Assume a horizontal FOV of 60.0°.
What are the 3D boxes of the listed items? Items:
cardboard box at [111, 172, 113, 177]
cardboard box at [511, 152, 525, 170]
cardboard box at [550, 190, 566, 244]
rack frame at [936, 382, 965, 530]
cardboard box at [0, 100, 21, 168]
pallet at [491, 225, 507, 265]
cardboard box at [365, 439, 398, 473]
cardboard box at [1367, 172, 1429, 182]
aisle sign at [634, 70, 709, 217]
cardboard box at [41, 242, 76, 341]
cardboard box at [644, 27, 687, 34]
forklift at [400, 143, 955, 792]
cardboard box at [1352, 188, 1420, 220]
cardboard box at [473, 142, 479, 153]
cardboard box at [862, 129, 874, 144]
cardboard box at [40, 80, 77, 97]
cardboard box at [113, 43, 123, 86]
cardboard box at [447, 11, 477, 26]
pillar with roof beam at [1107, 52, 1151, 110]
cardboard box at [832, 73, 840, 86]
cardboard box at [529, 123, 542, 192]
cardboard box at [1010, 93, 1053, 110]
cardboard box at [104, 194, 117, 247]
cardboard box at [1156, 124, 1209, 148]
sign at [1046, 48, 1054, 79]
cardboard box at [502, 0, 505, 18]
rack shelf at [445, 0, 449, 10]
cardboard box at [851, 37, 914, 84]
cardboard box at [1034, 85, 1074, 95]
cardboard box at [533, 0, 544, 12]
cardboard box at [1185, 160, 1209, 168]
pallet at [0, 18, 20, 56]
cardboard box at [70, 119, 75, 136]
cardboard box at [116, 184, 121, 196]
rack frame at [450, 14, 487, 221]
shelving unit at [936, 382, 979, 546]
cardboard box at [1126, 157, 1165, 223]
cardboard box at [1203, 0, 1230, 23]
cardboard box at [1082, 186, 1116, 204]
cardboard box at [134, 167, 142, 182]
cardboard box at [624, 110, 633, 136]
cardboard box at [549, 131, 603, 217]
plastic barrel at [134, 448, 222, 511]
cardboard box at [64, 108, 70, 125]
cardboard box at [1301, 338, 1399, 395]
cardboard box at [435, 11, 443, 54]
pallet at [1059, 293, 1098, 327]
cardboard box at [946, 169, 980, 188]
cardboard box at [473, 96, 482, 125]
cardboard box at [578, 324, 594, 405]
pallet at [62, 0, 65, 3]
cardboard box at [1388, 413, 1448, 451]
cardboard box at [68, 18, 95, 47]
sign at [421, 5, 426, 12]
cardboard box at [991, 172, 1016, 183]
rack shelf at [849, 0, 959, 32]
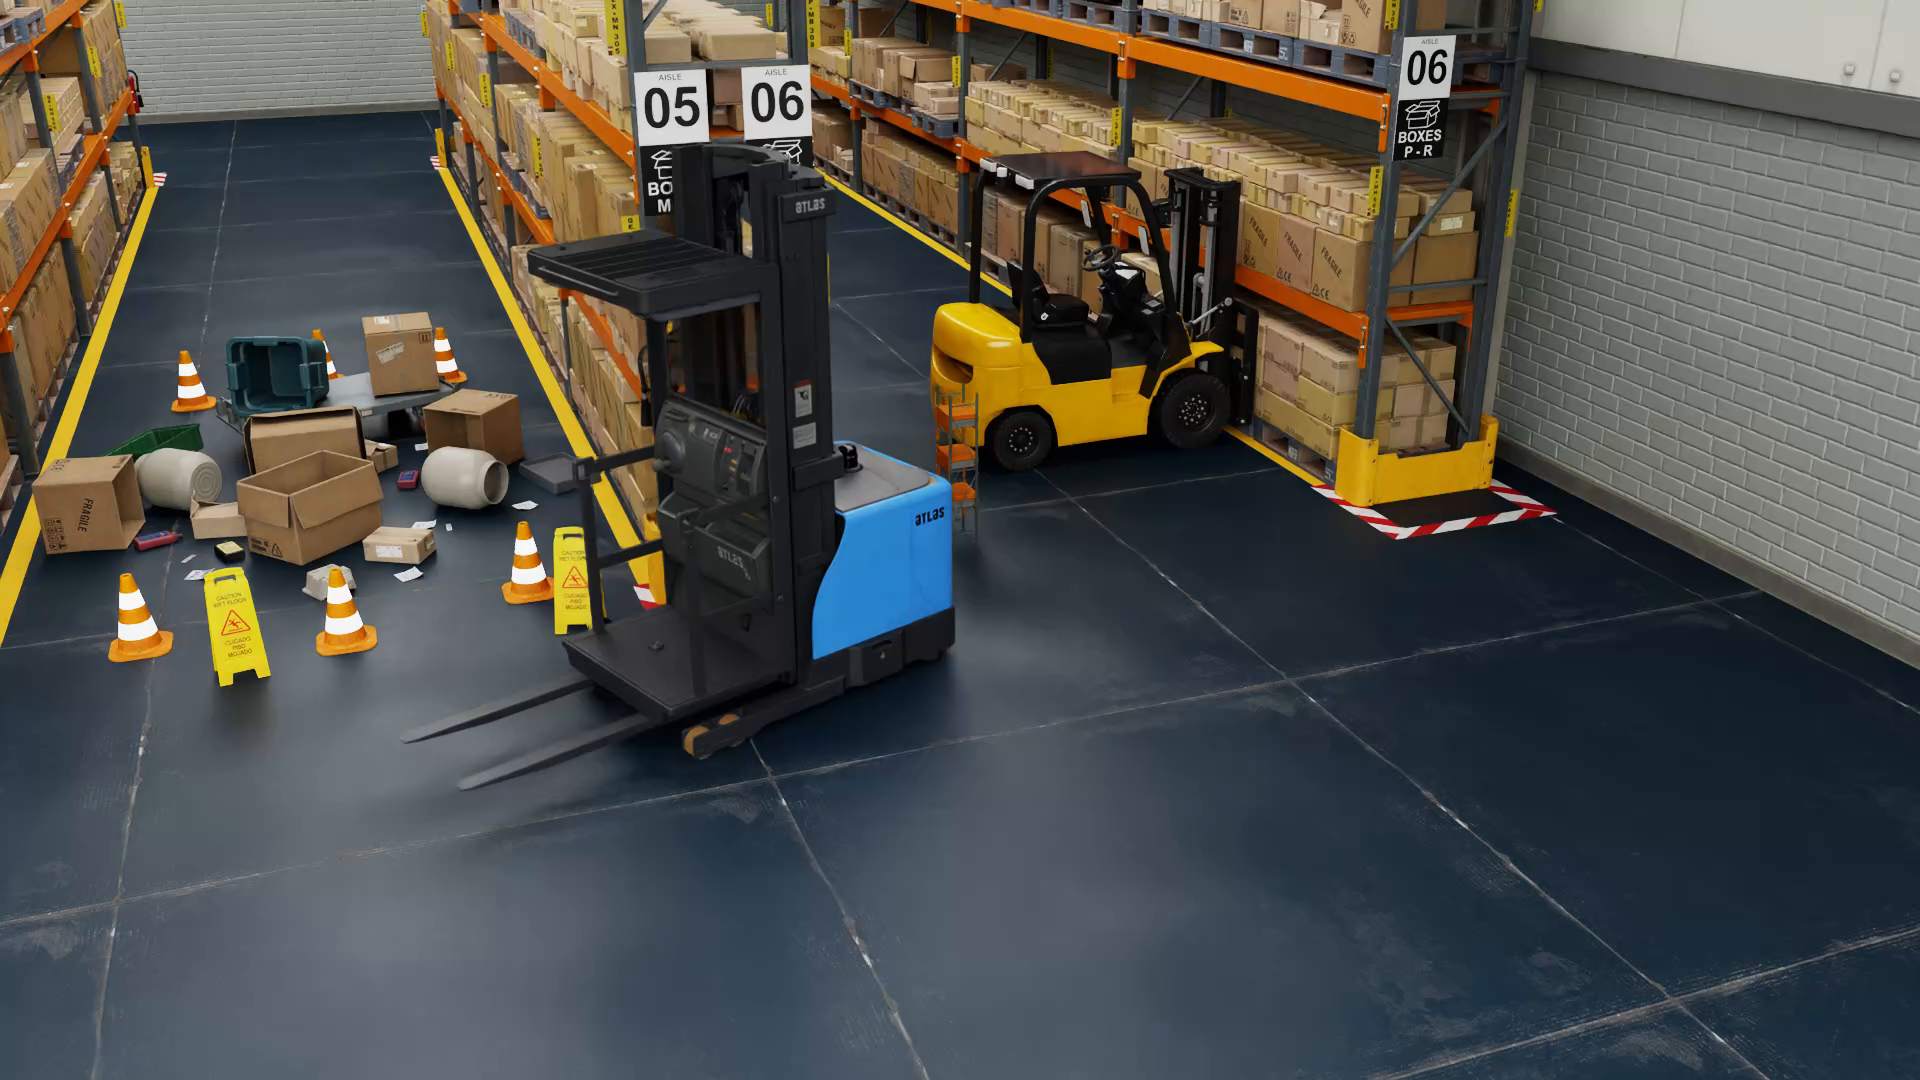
[{"bbox_3d":[-10.400,-4.317,19.994,0.380,0.149,0.250,-9,24,-20],"label":"cardboard box"},{"bbox_3d":[-4.032,-3.605,15.724,0.380,0.149,0.250,-8,24,-19],"label":"cardboard box"},{"bbox_3d":[-2.865,-2.518,12.851,0.500,0.500,0.500,-8,24,-19],"label":"cardboard box"},{"bbox_3d":[-0.062,-0.548,11.197,0.200,1.050,0.008,-8,24,-19],"label":"rack frame"},{"bbox_3d":[-8.439,-3.430,14.109,0.700,0.500,0.500,-9,24,-20],"label":"cardboard box"},{"bbox_3d":[-4.808,-3.441,19.143,1.003,0.211,1.213,-8,24,-19],"label":"pallet"},{"bbox_3d":[-4.480,-0.683,12.529,0.396,0.266,0.258,12,26,27],"label":"cardboard box"},{"bbox_3d":[3.209,-2.589,12.185,0.380,0.149,0.250,-8,24,-18],"label":"cardboard box"},{"bbox_3d":[-1.596,-2.216,9.297,0.394,0.787,0.004,-8,24,-19],"label":"aisle sign"},{"bbox_3d":[-8.637,-2.194,14.949,1.050,0.750,0.750,-9,24,-20],"label":"cardboard box"},{"bbox_3d":[-1.798,-2.895,9.692,0.380,0.149,0.250,-8,24,-18],"label":"cardboard box"},{"bbox_3d":[-1.460,-0.450,8.543,3.031,2.935,1.130,-19,30,-38],"label":"forklift"},{"bbox_3d":[2.972,-2.346,11.606,0.380,0.149,0.250,-8,24,-19],"label":"cardboard box"},{"bbox_3d":[-6.024,-5.021,22.059,0.875,0.438,0.875,-9,25,-21],"label":"cardboard box"},{"bbox_3d":[-1.066,-5.296,21.796,0.380,0.149,0.250,-7,24,-16],"label":"cardboard box"},{"bbox_3d":[-9.761,-4.860,17.934,0.380,0.149,0.250,-9,25,-21],"label":"cardboard box"},{"bbox_3d":[-11.018,-6.045,21.218,0.500,0.500,0.500,-9,24,-20],"label":"cardboard box"},{"bbox_3d":[-5.993,-6.314,20.117,0.380,0.149,0.250,-9,24,-20],"label":"cardboard box"},{"bbox_3d":[-2.254,-6.493,15.069,9.100,9.000,0.400,-8,24,-19],"label":"pillar with roof beam"},{"bbox_3d":[-1.519,-6.271,22.589,0.380,0.149,0.250,-8,24,-18],"label":"cardboard box"},{"bbox_3d":[-3.314,-3.226,13.990,0.500,0.500,0.500,-8,24,-19],"label":"cardboard box"},{"bbox_3d":[0.737,-4.491,17.079,0.380,0.149,0.250,-8,24,-18],"label":"cardboard box"},{"bbox_3d":[-9.684,-3.532,18.445,0.500,0.500,0.500,-9,24,-20],"label":"cardboard box"},{"bbox_3d":[1.911,-3.461,14.253,0.380,0.149,0.250,-8,24,-18],"label":"cardboard box"},{"bbox_3d":[0.987,-5.280,18.425,0.100,0.325,0.005,-8,24,-19],"label":"sign"},{"bbox_3d":[-4.131,-5.077,15.743,0.396,0.266,0.258,-8,24,-19],"label":"cardboard box"},{"bbox_3d":[-6.293,-7.218,21.576,1.077,0.370,4.000,-8,24,-19],"label":"rack shelf"},{"bbox_3d":[-0.982,-6.156,21.323,0.700,0.500,0.500,-8,24,-18],"label":"cardboard box"},{"bbox_3d":[1.005,-4.741,17.674,0.380,0.149,0.250,-8,24,-19],"label":"cardboard box"},{"bbox_3d":[-2.954,-4.008,12.332,0.380,0.149,0.250,-9,24,-20],"label":"cardboard box"},{"bbox_3d":[2.069,-3.029,13.610,0.380,0.149,0.250,-9,24,-20],"label":"cardboard box"},{"bbox_3d":[-8.093,-3.933,13.102,1.003,0.211,1.213,-7,24,-17],"label":"pallet"},{"bbox_3d":[-9.485,-4.308,17.393,0.380,0.149,0.250,-9,25,-21],"label":"cardboard box"},{"bbox_3d":[-10.471,-4.282,20.293,0.380,0.149,0.250,-7,24,-17],"label":"cardboard box"},{"bbox_3d":[-5.586,-5.440,20.295,1.000,3.000,0.127,-8,24,-19],"label":"rack frame"},{"bbox_3d":[-0.019,-0.503,11.092,0.215,1.050,0.252,-8,24,-19],"label":"shelving unit"},{"bbox_3d":[1.795,-3.065,14.531,0.500,0.500,0.500,-9,24,-20],"label":"cardboard box"},{"bbox_3d":[2.123,-4.195,12.982,0.396,0.266,0.258,-9,24,-20],"label":"cardboard box"},{"bbox_3d":[1.460,-3.294,15.396,0.500,0.250,0.500,-8,24,-18],"label":"cardboard box"},{"bbox_3d":[-11.028,-4.815,21.942,0.380,0.149,0.250,-8,24,-17],"label":"cardboard box"},{"bbox_3d":[-1.735,-2.438,9.633,0.380,0.149,0.250,-8,24,-19],"label":"cardboard box"},{"bbox_3d":[-2.495,-2.613,11.788,0.700,0.500,0.500,-9,24,-20],"label":"cardboard box"},{"bbox_3d":[-5.519,-0.429,11.722,0.512,0.421,0.421,8,24,18],"label":"plastic barrel"},{"bbox_3d":[-9.387,-4.343,17.092,0.380,0.149,0.250,-8,24,-19],"label":"cardboard box"},{"bbox_3d":[2.841,-1.274,12.123,0.500,0.250,0.500,-8,24,-17],"label":"cardboard box"},{"bbox_3d":[-6.541,-6.633,21.709,0.500,0.500,0.500,-8,24,-19],"label":"cardboard box"},{"bbox_3d":[1.586,-2.193,16.182,1.003,0.211,1.213,-8,24,-19],"label":"pallet"},{"bbox_3d":[0.058,-4.154,19.087,0.380,0.149,0.250,-10,25,-22],"label":"cardboard box"},{"bbox_3d":[-4.966,-4.658,17.989,0.500,0.250,0.500,-9,24,-20],"label":"cardboard box"},{"bbox_3d":[-2.604,-1.361,12.651,0.500,0.500,0.500,-7,24,-17],"label":"cardboard box"},{"bbox_3d":[-10.063,-5.781,17.484,1.213,0.211,1.003,-8,24,-19],"label":"pallet"},{"bbox_3d":[3.305,-0.894,12.509,0.500,0.250,0.500,-8,24,-19],"label":"cardboard box"},{"bbox_3d":[-10.310,-5.752,19.235,0.500,0.500,0.500,-9,25,-21],"label":"cardboard box"},{"bbox_3d":[-9.080,-9.079,28.581,0.327,0.218,0.001,-8,24,-19],"label":"sign"},{"bbox_3d":[0.577,-4.242,19.295,0.380,0.149,0.250,-7,24,-16],"label":"cardboard box"},{"bbox_3d":[-0.237,-6.447,19.747,1.077,0.370,4.000,-8,24,-19],"label":"rack shelf"}]
